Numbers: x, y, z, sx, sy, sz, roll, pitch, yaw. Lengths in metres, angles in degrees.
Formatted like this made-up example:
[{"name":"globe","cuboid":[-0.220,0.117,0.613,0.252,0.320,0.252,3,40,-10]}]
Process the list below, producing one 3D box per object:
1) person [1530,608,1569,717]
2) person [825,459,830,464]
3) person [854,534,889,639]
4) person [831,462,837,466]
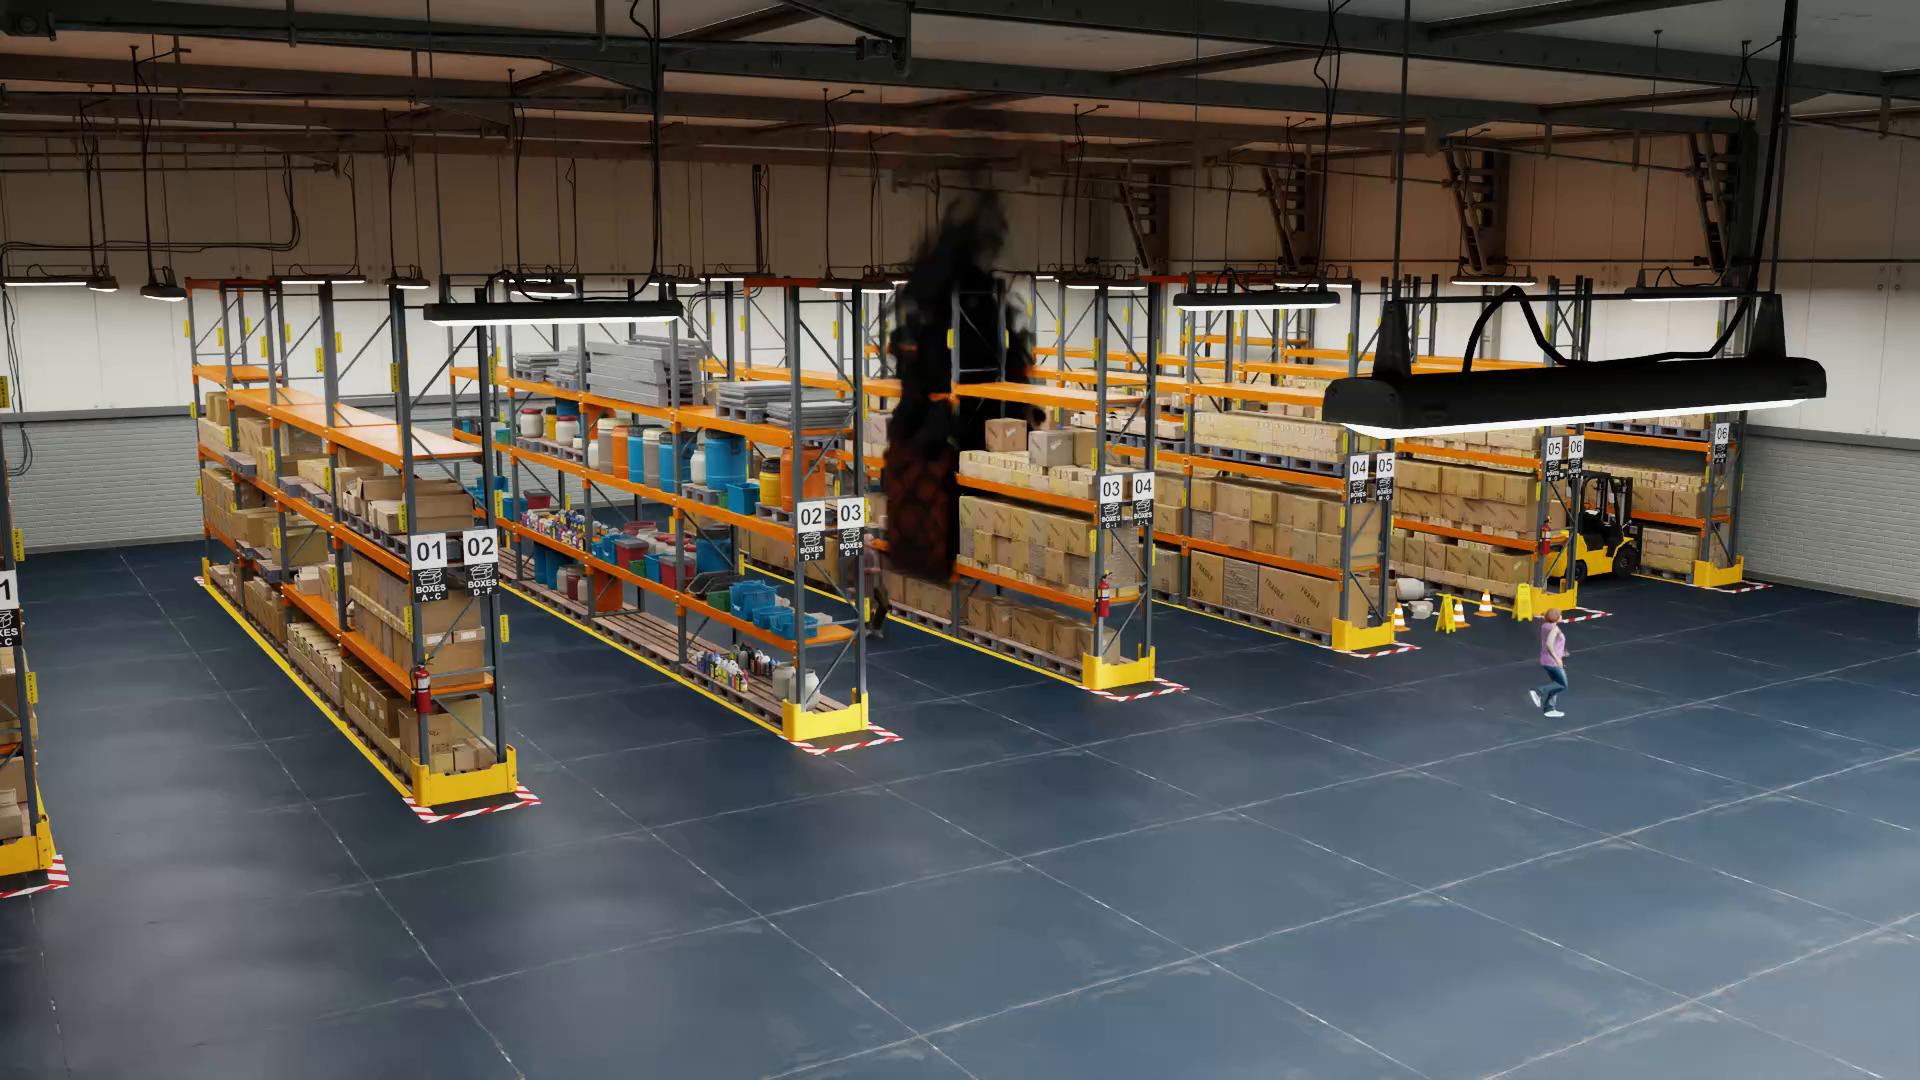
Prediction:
[{"name":"person","cuboid":[8.231,1.708,23.201,0.556,1.547,0.549,0,10,-1]},{"name":"person","cuboid":[-3.309,-1.210,40.545,0.593,1.528,0.700,3,10,16]},{"name":"person","cuboid":[-1.472,0.796,28.002,0.688,1.814,0.754,-8,12,-38]},{"name":"person","cuboid":[-3.015,-1.036,39.288,0.629,1.624,0.489,-6,11,-31]}]
